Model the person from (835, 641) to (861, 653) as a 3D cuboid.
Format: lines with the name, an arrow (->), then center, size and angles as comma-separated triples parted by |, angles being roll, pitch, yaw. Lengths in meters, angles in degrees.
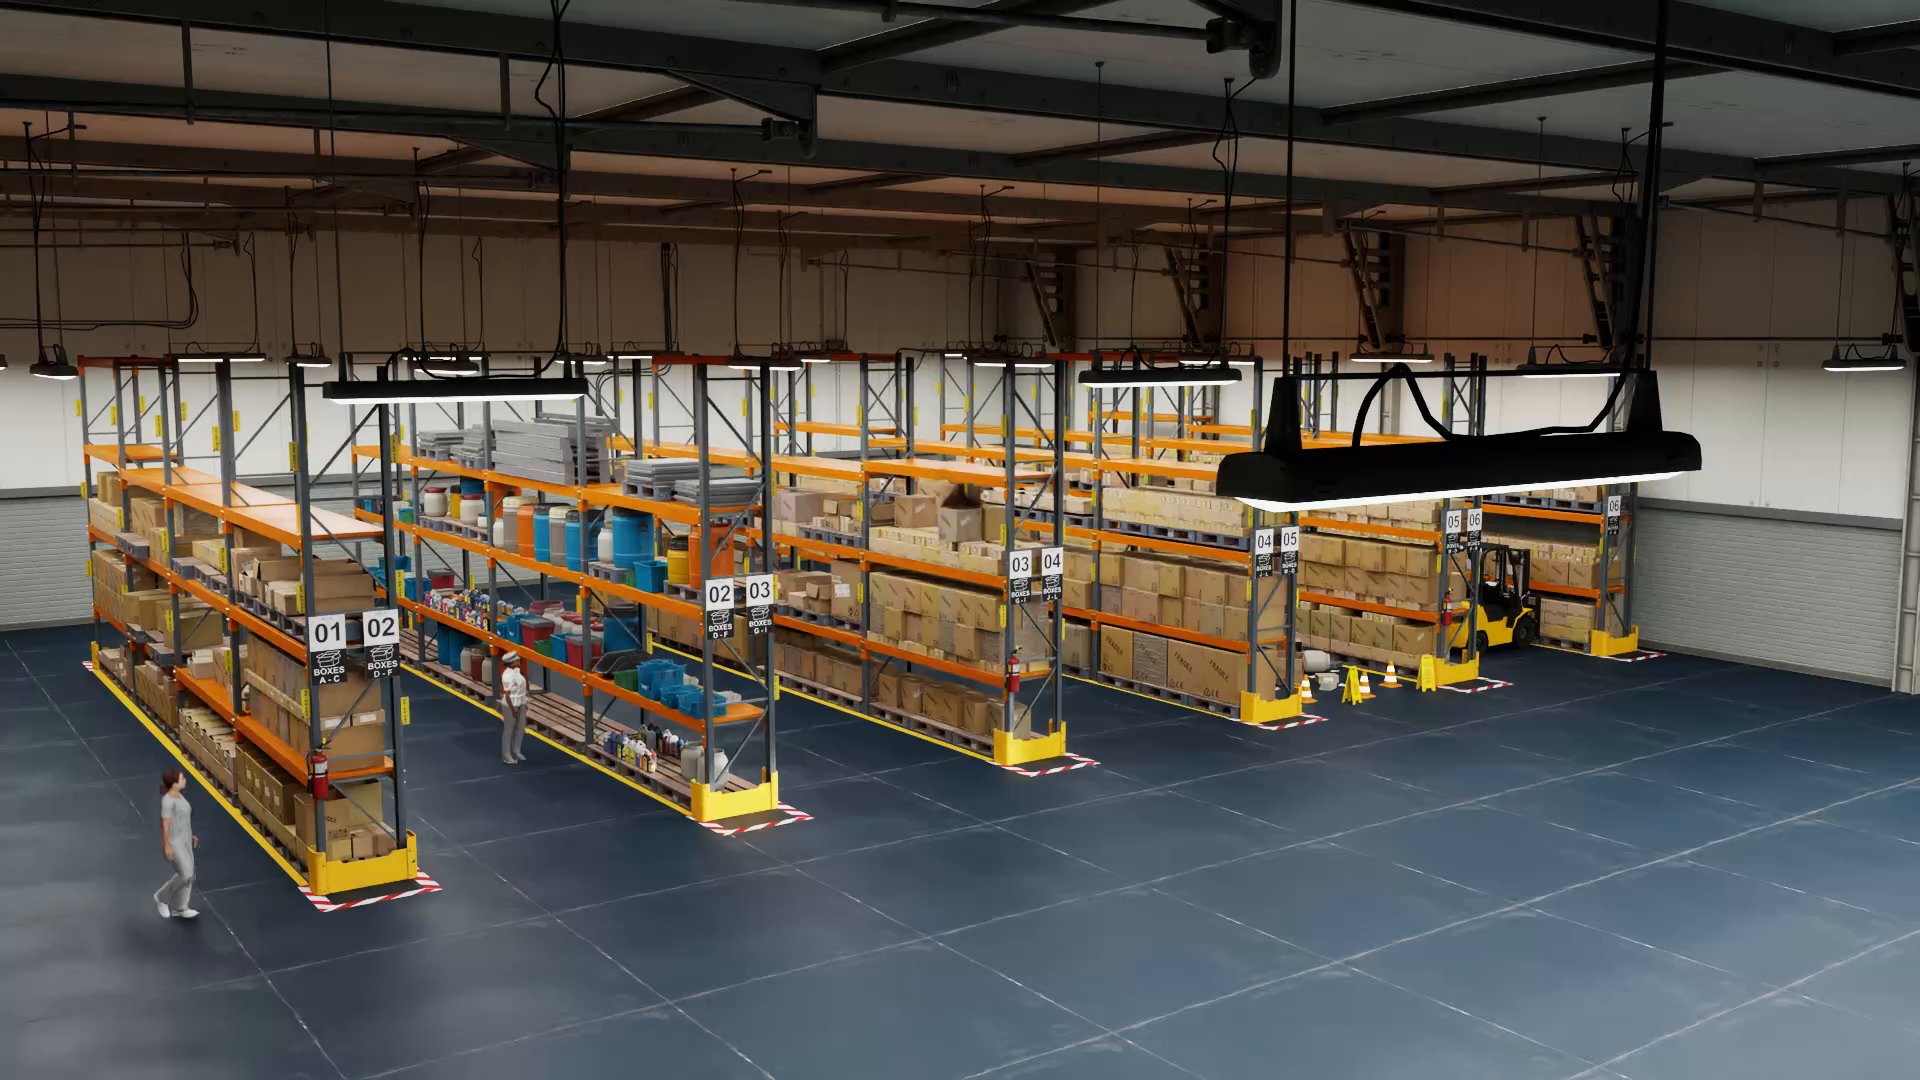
person -> -2.108, 1.540, 32.480 | 0.653, 1.724, 1.014 | -5, 9, -36

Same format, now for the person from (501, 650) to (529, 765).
person -> -6.660, 2.486, 24.887 | 0.365, 1.705, 0.486 | 3, 8, 23

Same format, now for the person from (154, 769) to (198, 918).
person -> -8.531, 3.304, 18.126 | 0.488, 1.661, 0.493 | 1, 7, 7
